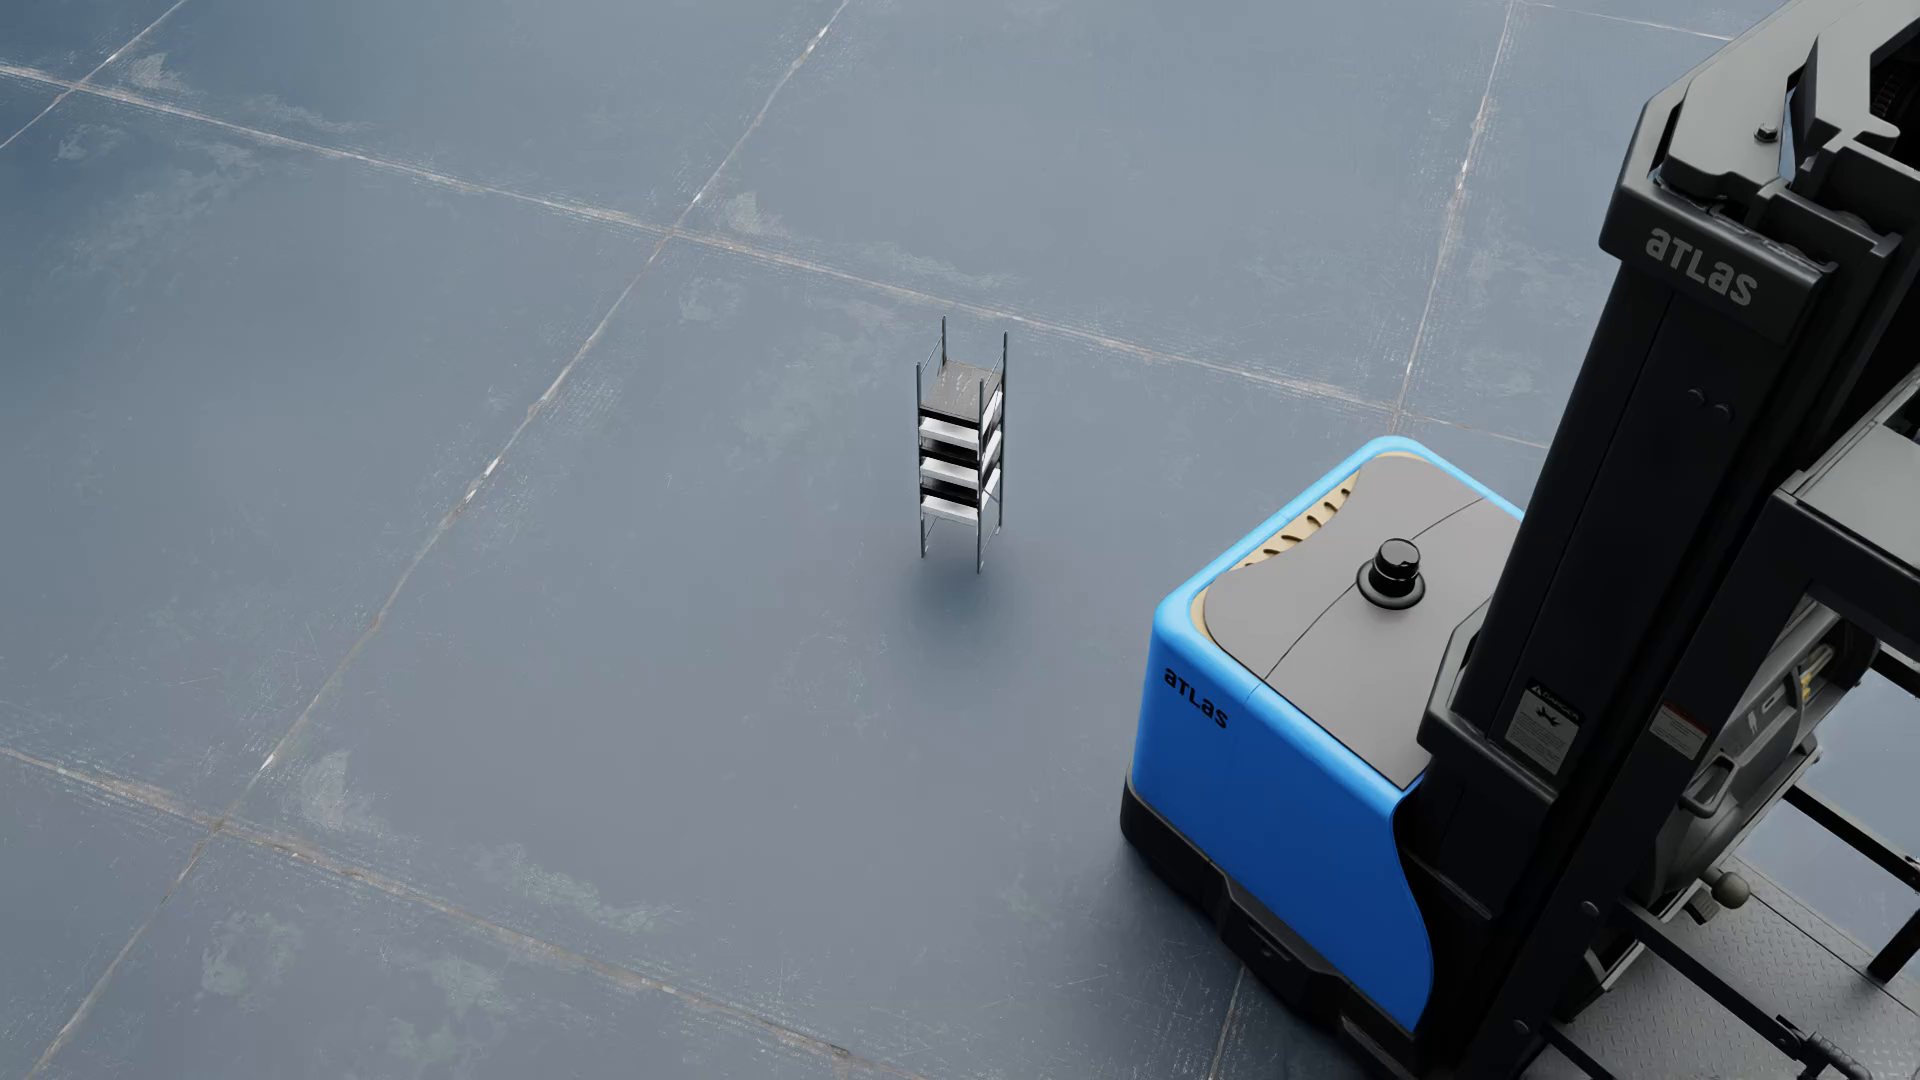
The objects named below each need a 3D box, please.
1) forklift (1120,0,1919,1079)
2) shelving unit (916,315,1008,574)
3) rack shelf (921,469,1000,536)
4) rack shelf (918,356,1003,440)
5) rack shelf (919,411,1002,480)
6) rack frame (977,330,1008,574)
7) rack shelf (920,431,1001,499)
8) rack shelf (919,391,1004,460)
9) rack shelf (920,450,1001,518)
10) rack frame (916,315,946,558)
[{"bbox_3d":[1.837,0.498,3.379,1.130,2.935,3.031,-35,57,-26],"label":"forklift"},{"bbox_3d":[0.008,-0.293,5.408,0.210,0.900,0.258,16,51,13],"label":"shelving unit"},{"bbox_3d":[0.008,-0.153,5.569,0.200,0.077,0.258,16,51,13],"label":"rack shelf"},{"bbox_3d":[0.008,-0.448,5.229,0.200,0.077,0.258,16,51,13],"label":"rack shelf"},{"bbox_3d":[0.008,-0.330,5.365,0.200,0.077,0.258,16,51,13],"label":"rack shelf"},{"bbox_3d":[0.103,-0.266,5.385,0.006,0.900,0.240,16,51,13],"label":"rack frame"},{"bbox_3d":[0.008,-0.271,5.433,0.200,0.077,0.258,16,51,13],"label":"rack shelf"},{"bbox_3d":[0.008,-0.389,5.297,0.200,0.077,0.258,16,51,13],"label":"rack shelf"},{"bbox_3d":[0.008,-0.212,5.501,0.200,0.077,0.258,16,51,13],"label":"rack shelf"},{"bbox_3d":[-0.088,-0.319,5.431,0.006,0.900,0.240,16,51,13],"label":"rack frame"}]
